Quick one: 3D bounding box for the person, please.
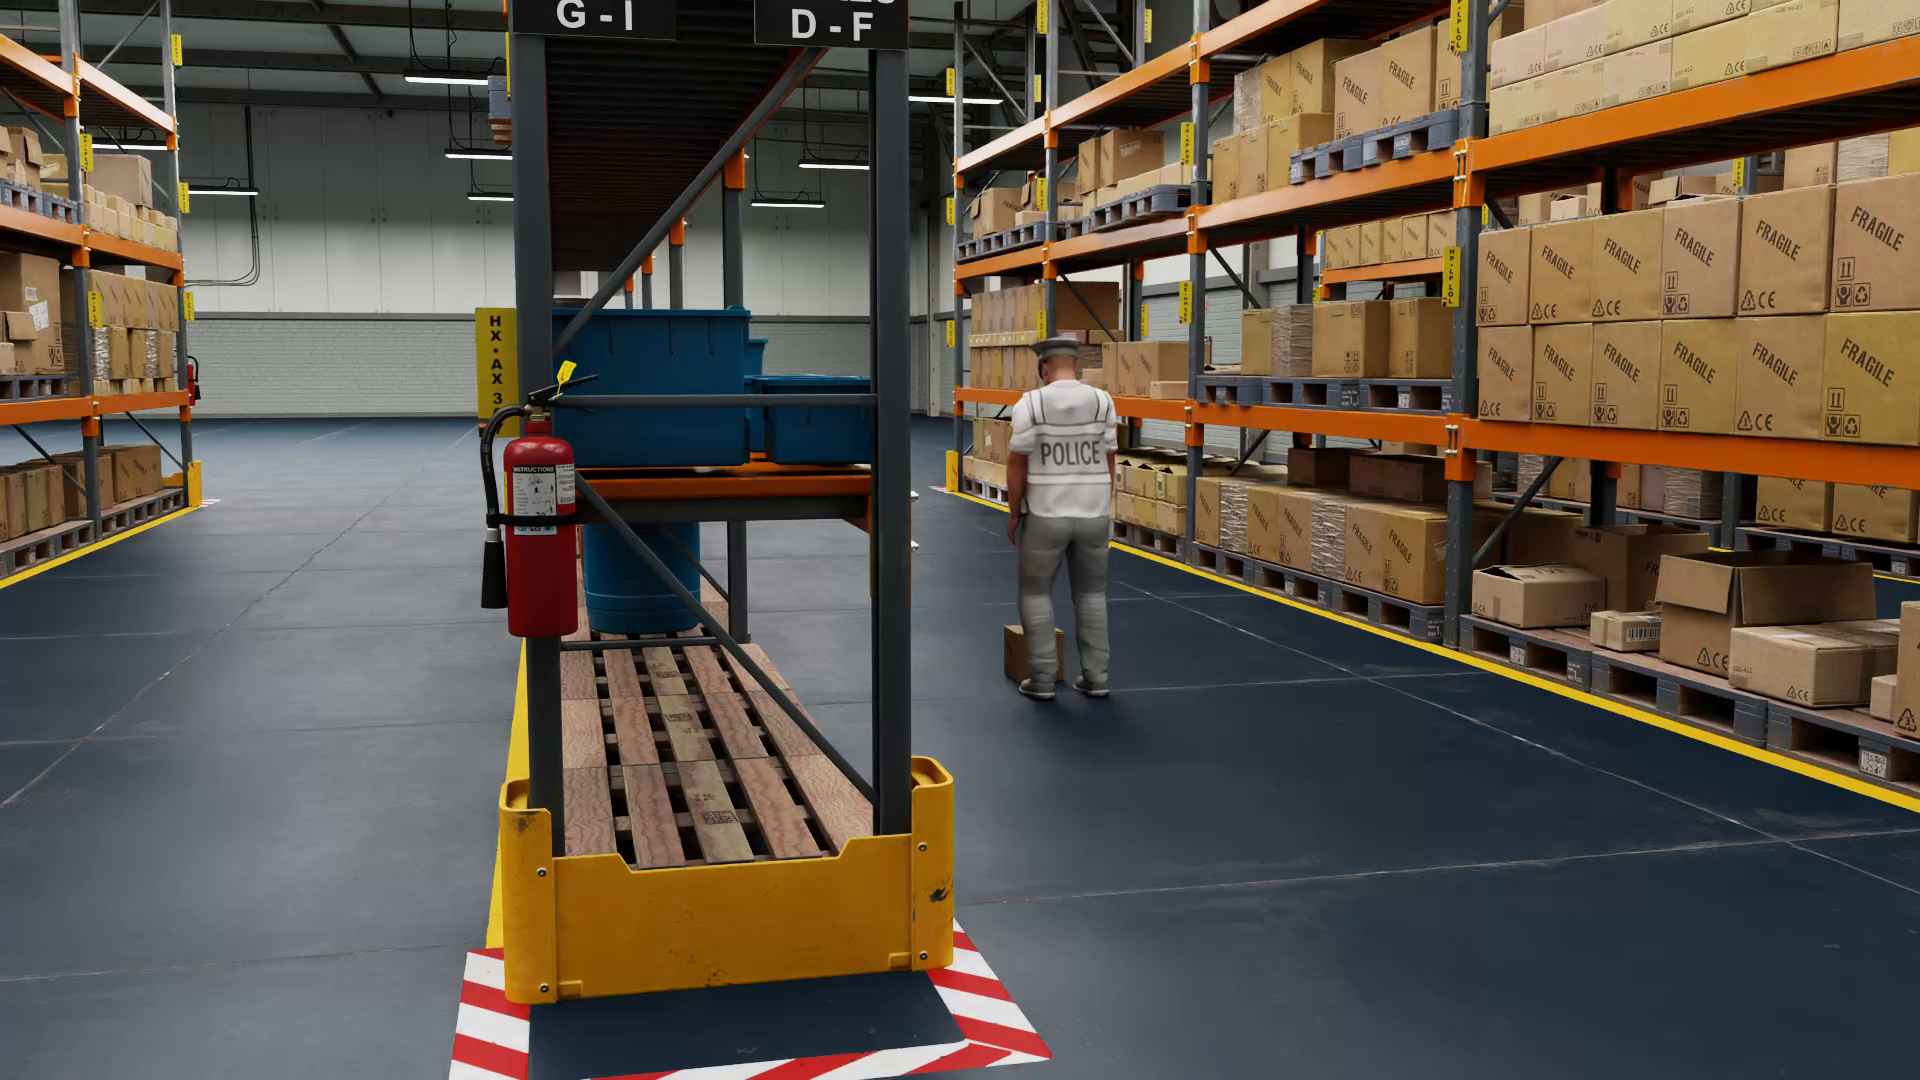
[{"bbox_3d":[0.484,-0.099,7.993,0.538,1.730,0.394,-1,6,-13],"label":"person"}]
